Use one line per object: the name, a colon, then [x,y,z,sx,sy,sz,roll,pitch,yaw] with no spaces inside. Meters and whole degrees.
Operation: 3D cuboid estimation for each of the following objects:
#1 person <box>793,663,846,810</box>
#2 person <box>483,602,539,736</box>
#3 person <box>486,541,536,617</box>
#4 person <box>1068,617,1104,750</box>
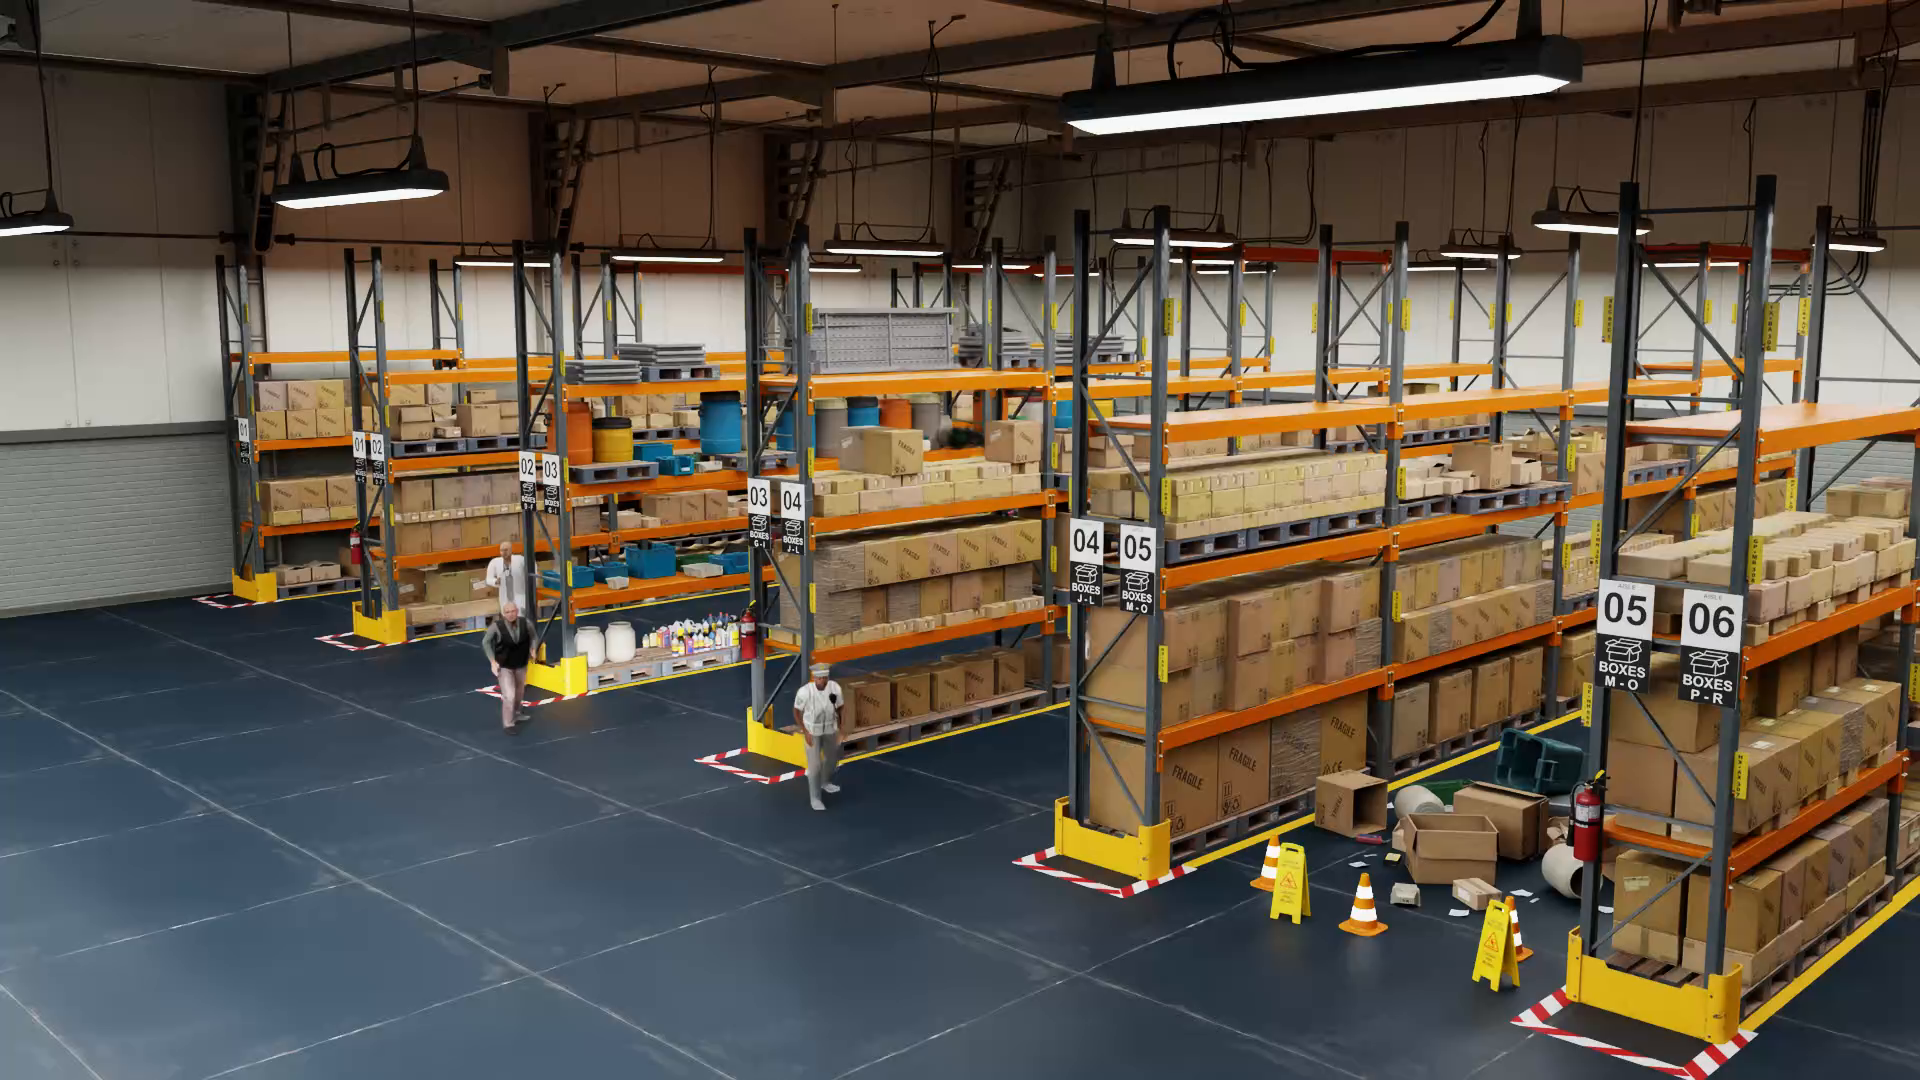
person: [-1.442,1.971,17.149,0.614,1.581,0.823,-4,9,-23]
person: [-5.399,1.524,20.147,0.707,1.649,0.897,-8,11,-43]
person: [-6.568,0.854,24.410,0.626,1.732,1.038,1,8,5]
person: [1.466,1.667,19.021,0.539,1.616,0.769,5,10,34]
